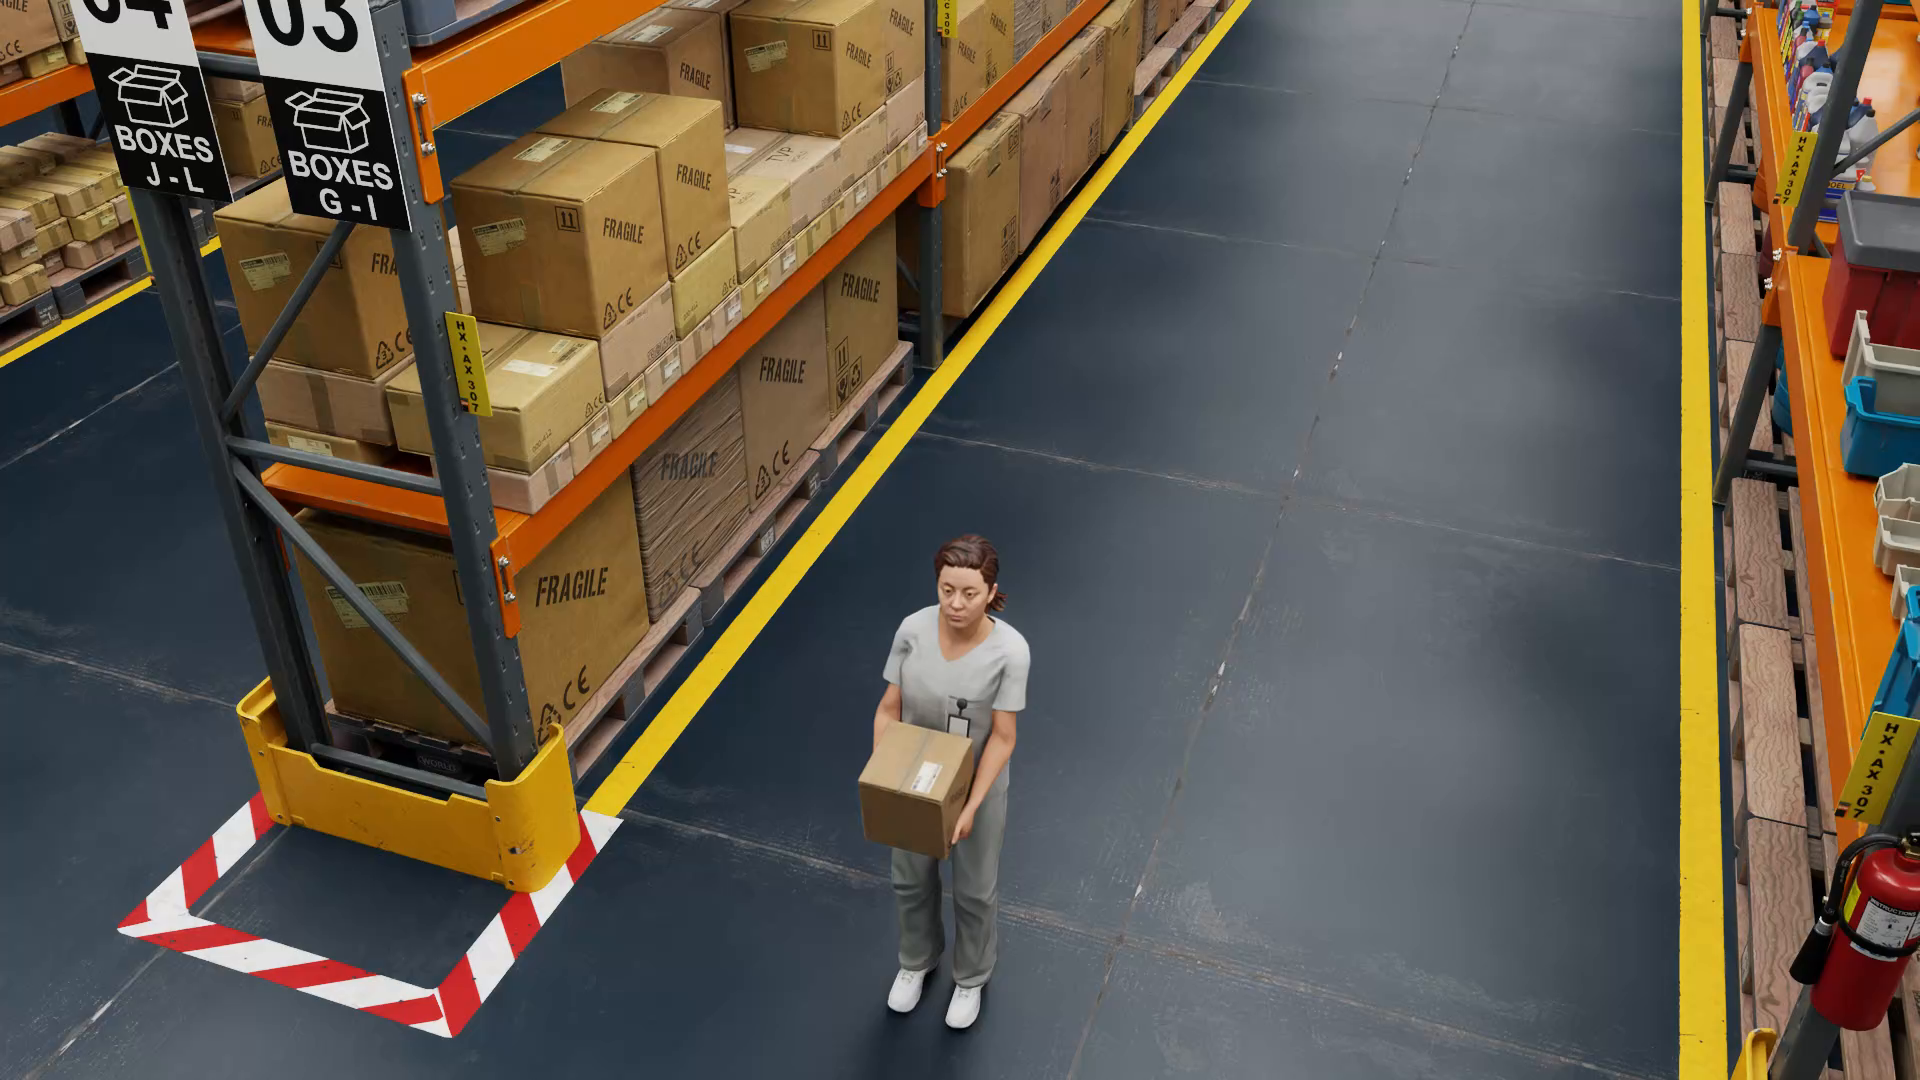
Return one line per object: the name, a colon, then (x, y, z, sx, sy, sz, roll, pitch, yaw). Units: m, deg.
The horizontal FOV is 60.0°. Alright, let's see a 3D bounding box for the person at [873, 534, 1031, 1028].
person: (-0.041, 0.765, 4.991, 0.437, 1.662, 0.561, 12, 35, 17)
